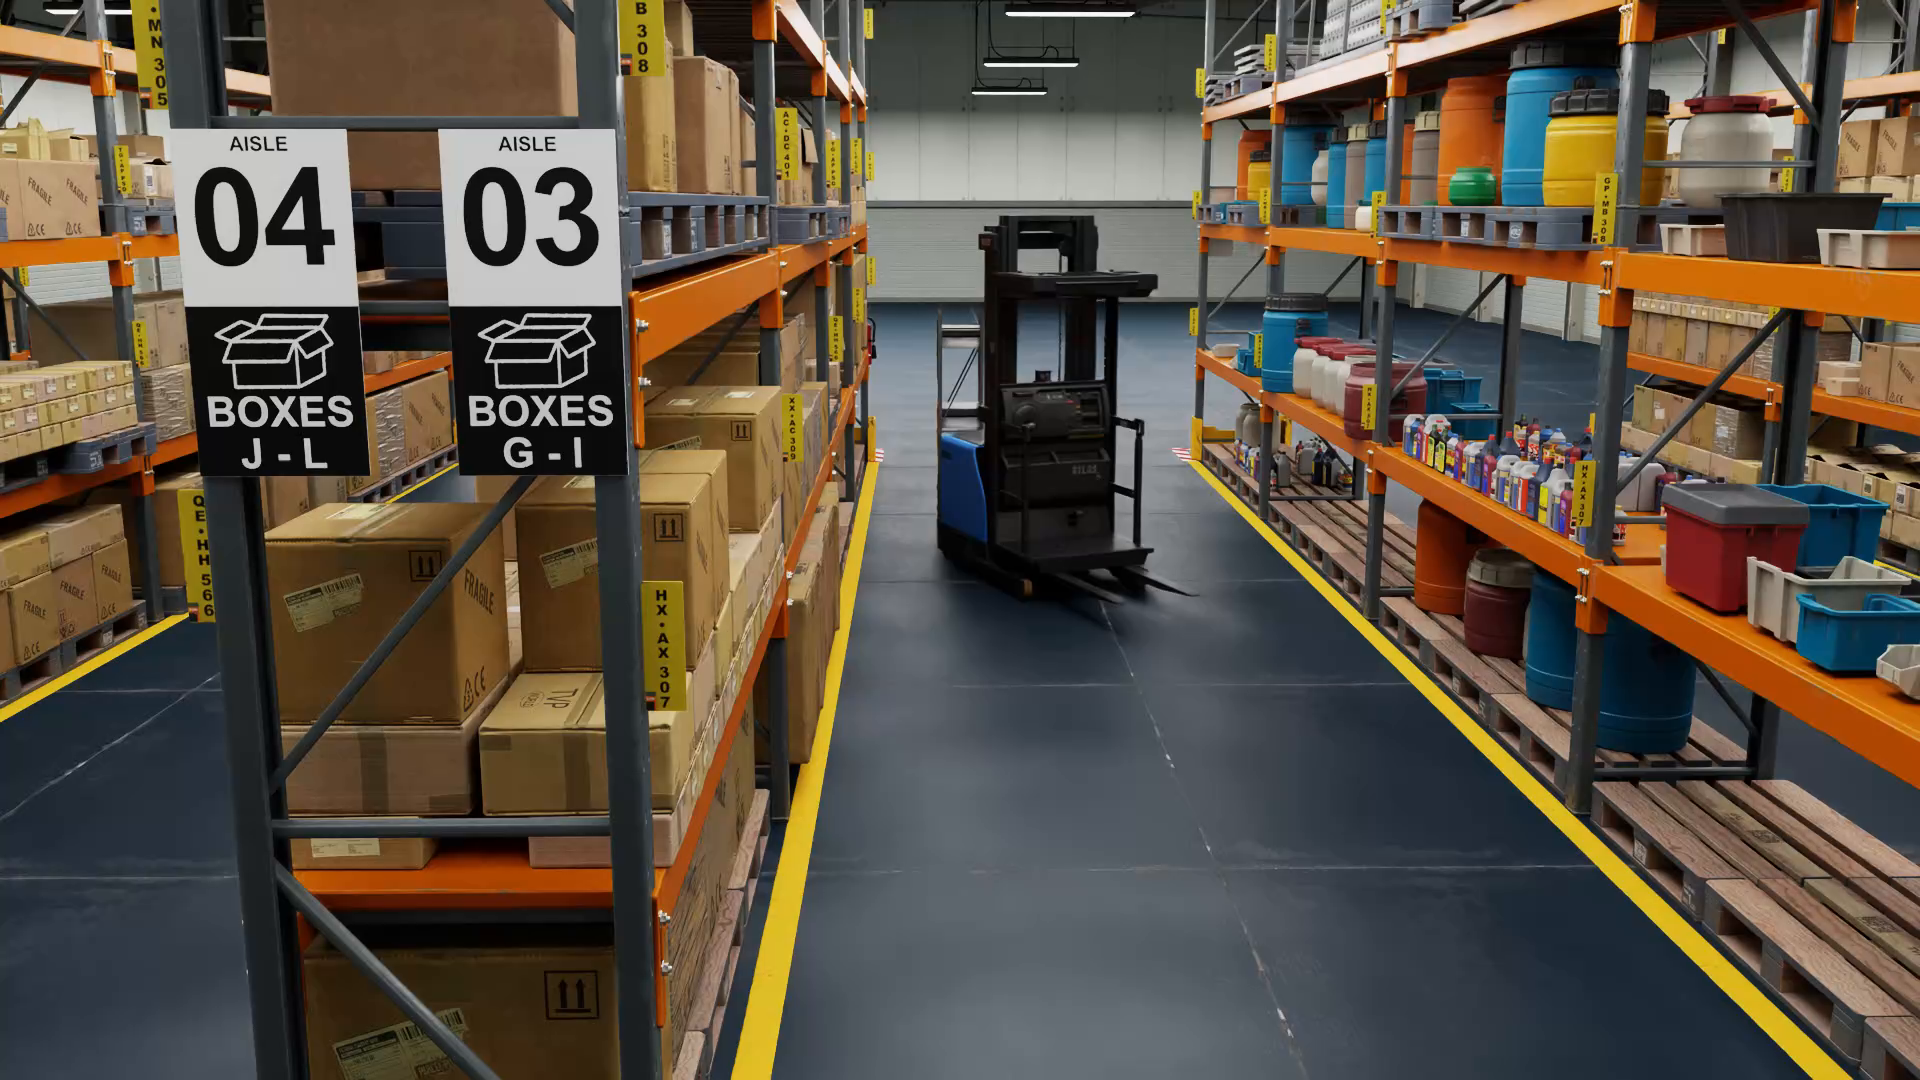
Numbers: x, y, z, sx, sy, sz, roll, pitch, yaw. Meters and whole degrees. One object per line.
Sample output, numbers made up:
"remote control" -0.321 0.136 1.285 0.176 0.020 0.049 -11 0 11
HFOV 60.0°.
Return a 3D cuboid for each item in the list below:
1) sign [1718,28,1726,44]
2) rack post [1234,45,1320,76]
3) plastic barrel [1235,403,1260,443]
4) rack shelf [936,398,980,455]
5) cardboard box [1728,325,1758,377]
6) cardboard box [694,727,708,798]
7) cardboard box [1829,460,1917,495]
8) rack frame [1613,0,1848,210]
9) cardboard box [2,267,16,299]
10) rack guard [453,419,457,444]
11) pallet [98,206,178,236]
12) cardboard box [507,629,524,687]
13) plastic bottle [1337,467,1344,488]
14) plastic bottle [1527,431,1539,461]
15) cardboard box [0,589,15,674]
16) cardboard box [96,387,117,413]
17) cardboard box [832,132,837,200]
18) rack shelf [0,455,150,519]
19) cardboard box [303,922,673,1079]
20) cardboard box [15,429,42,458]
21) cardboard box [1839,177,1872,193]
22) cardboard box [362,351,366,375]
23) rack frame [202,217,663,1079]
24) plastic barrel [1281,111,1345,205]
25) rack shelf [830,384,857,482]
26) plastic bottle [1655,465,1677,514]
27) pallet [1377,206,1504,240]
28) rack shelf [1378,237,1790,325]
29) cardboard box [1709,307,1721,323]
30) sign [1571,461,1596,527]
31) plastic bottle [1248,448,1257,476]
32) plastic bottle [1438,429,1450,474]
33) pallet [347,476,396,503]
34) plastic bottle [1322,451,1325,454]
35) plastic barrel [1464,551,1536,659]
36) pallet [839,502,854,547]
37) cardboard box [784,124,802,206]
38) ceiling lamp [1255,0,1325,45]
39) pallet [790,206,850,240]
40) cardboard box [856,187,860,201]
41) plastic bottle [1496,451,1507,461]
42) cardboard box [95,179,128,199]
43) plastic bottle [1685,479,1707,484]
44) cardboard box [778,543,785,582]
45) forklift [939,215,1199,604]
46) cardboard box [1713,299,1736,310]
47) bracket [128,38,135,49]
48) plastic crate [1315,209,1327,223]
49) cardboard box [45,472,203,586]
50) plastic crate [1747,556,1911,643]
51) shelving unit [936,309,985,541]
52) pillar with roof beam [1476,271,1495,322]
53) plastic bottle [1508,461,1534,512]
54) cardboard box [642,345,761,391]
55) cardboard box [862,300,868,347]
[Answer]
"sign" 8.841 -5.933 19.312 0.100 0.325 0.005 0 11 -1
"rack post" 3.417 -4.995 17.429 0.937 0.300 0.954 0 11 -2
"plastic barrel" 3.436 -1.333 19.478 0.421 0.512 0.421 0 11 0
"rack shelf" 0.003 -0.983 14.882 0.431 0.518 0.480 0 11 -1
"cardboard box" 8.348 -1.944 17.034 0.700 0.500 0.500 0 11 -2
"cardboard box" -0.965 0.673 5.020 0.380 0.149 0.250 -1 11 -3
"cardboard box" 8.158 -0.549 14.861 0.500 0.311 0.500 -1 11 -3
"rack frame" 3.594 -3.032 7.561 1.000 3.000 0.127 0 11 -1
"cardboard box" -11.285 -3.000 18.979 0.700 0.500 0.500 -1 11 -3
"rack guard" -6.567 -1.236 20.086 1.175 0.500 0.348 0 11 -1
"pallet" -6.468 -2.371 12.325 1.213 0.211 1.003 0 11 1
"cardboard box" -1.560 0.455 5.090 0.500 0.250 0.500 0 11 -2
"plastic bottle" 3.856 -0.632 16.751 0.097 0.201 0.097 0 11 0
"plastic bottle" 3.935 -0.642 11.369 0.097 0.201 0.097 0 11 0
"cardboard box" -6.106 0.591 10.023 0.500 0.500 0.500 0 11 0
"cardboard box" -5.929 -0.945 11.192 0.380 0.149 0.250 0 11 1
"cardboard box" -1.200 -2.826 12.581 0.500 0.500 0.500 0 11 -1
"rack shelf" -6.360 -0.116 10.087 1.077 0.370 4.000 0 11 -1
"cardboard box" -1.368 1.432 4.933 0.875 0.875 0.875 0 11 -1
"cardboard box" -5.910 -0.598 10.227 0.380 0.149 0.250 0 11 1
"cardboard box" 8.384 -3.181 15.164 0.500 0.250 0.500 1 12 5
"cardboard box" -6.538 -1.917 16.779 0.875 0.550 0.550 0 11 -1
"rack frame" -1.275 0.724 4.138 1.000 3.000 0.127 0 11 -1
"plastic barrel" 3.515 -3.802 16.584 0.600 0.901 0.708 0 11 -1
"rack shelf" -1.482 -0.911 14.008 1.077 0.370 4.000 0 11 -1
"plastic bottle" 3.995 -0.286 9.407 0.061 0.283 0.133 0 11 -1
"pallet" 3.429 -2.112 11.046 1.003 0.211 1.213 0 11 -1
"rack shelf" 3.553 -1.607 9.890 1.077 0.370 4.000 0 11 -1
"cardboard box" 8.137 -2.374 17.525 0.380 0.149 0.250 0 11 0
"sign" 3.044 -0.225 8.121 0.100 0.325 0.005 0 11 -1
"plastic bottle" 3.117 -0.824 17.512 0.152 0.276 0.135 0 11 0
"plastic bottle" 3.169 -0.578 10.846 0.061 0.283 0.133 0 11 -1
"pallet" -6.422 -0.446 16.918 1.003 0.211 1.213 0 11 -1
"plastic bottle" 3.783 -0.789 17.351 0.097 0.271 0.097 0 11 0
"plastic barrel" 3.562 0.411 10.689 0.600 0.588 0.708 0 11 -1
"pallet" -1.506 -0.140 15.410 1.003 0.211 1.213 0 11 -1
"cardboard box" -1.250 -2.299 10.186 0.500 0.500 0.500 0 11 2
"ceiling lamp" 8.631 -13.358 43.779 2.000 3.185 0.800 0 11 -1
"pallet" -1.374 -2.116 11.067 1.213 0.211 1.003 0 11 1
"cardboard box" -1.268 -3.736 17.951 0.380 0.149 0.250 -1 11 -4
"plastic bottle" 3.266 -0.401 10.006 0.097 0.271 0.097 0 11 0
"cardboard box" -6.248 -2.535 11.980 0.380 0.149 0.250 -1 11 -3
"plastic bottle" 3.958 -0.197 8.990 0.152 0.276 0.135 0 11 -1
"cardboard box" -1.024 0.111 7.790 0.380 0.149 0.250 0 11 -1
"forklift" 0.855 -1.068 13.142 1.130 2.935 3.031 -5 12 -22
"cardboard box" 8.344 -2.674 17.374 0.700 0.500 0.500 0 11 -1
"bracket" -17.371 -10.454 35.093 0.235 0.232 0.430 0 11 -1
"plastic crate" 3.668 -3.363 17.270 0.336 0.188 0.450 0 11 -1
"cardboard box" -6.324 -0.091 12.755 1.050 0.750 0.750 0 11 -2
"plastic crate" 3.441 0.241 6.663 0.437 0.282 0.530 0 11 -1
"shelving unit" 0.003 -0.996 14.879 0.431 2.100 0.503 0 11 -1
"pillar with roof beam" 9.330 -10.075 42.280 9.100 9.000 0.548 0 11 -1
"plastic bottle" 3.242 -0.307 9.533 0.152 0.276 0.135 0 11 -1
"cardboard box" -1.379 -0.739 8.573 0.797 0.503 0.637 -1 11 -3
"cardboard box" -1.492 -2.443 18.749 0.875 0.500 0.500 0 11 -1
